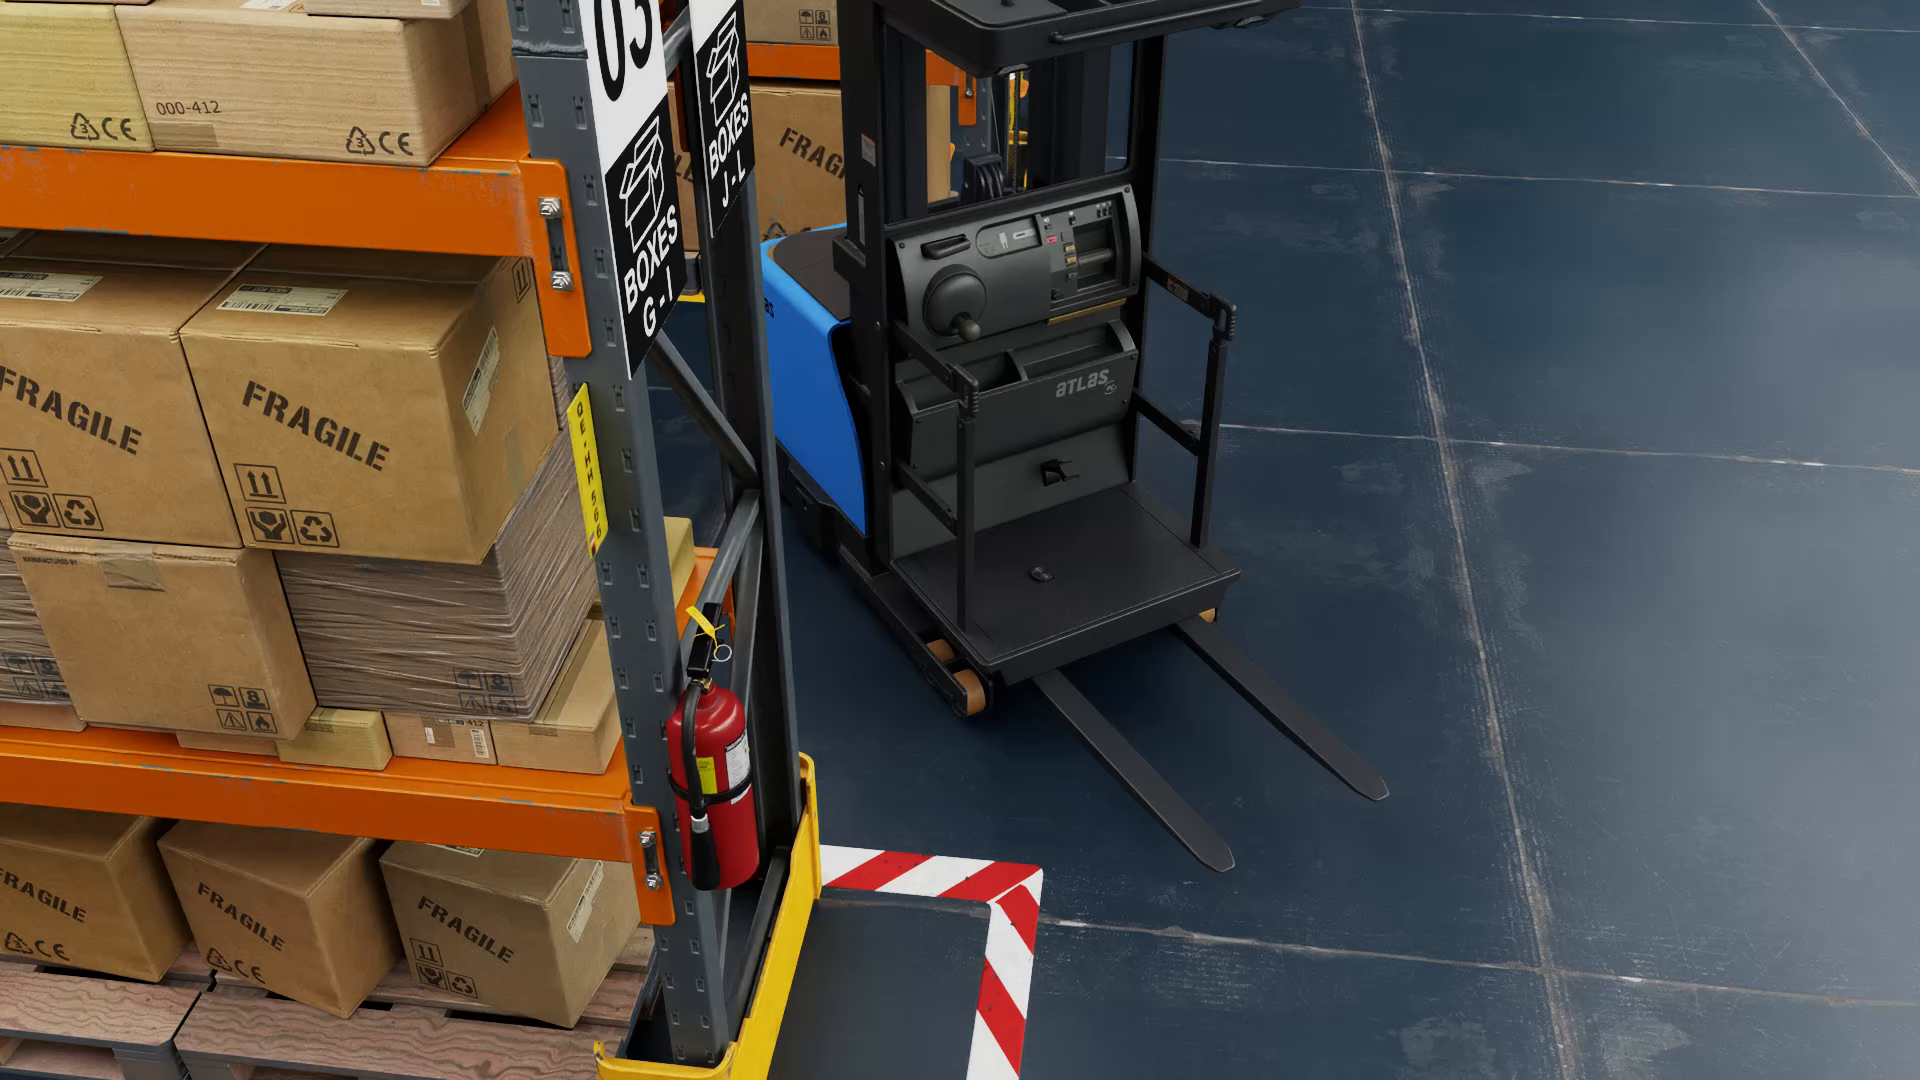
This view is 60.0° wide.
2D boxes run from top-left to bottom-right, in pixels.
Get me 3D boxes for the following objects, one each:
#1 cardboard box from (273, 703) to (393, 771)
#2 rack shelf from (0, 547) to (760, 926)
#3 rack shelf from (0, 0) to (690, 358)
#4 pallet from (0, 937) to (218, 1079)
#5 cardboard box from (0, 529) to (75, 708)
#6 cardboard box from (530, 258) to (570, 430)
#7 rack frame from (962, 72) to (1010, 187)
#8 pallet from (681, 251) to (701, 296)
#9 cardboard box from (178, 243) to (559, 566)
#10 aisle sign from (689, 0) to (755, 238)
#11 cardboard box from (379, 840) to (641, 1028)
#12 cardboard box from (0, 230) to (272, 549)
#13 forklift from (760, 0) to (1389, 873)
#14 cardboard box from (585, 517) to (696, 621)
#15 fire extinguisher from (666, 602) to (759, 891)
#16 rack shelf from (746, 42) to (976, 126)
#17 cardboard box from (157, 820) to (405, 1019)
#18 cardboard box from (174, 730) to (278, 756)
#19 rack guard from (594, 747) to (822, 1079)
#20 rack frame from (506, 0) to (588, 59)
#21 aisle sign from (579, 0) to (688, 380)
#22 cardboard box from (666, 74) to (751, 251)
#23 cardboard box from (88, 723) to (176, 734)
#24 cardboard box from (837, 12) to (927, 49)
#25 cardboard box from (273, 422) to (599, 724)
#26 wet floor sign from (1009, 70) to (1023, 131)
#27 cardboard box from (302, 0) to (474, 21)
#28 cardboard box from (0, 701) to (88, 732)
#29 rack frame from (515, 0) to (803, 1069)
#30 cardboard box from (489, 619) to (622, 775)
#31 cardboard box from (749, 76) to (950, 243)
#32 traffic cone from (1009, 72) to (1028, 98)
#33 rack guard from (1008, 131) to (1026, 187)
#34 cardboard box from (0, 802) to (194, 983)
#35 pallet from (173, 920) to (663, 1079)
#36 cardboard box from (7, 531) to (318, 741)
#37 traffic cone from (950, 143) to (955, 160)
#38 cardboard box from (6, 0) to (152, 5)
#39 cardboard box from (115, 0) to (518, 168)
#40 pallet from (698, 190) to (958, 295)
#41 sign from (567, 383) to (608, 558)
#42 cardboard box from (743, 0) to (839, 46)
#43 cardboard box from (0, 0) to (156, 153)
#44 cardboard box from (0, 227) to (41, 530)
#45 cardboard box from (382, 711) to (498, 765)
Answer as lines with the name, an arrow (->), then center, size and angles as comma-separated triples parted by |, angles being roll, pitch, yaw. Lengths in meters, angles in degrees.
cardboard box -> -1.407, 0.349, 3.895 | 0.250, 0.149, 0.380 | 4, 36, 6
rack shelf -> -2.580, 0.302, 4.364 | 4.000, 0.370, 1.077 | 4, 36, 6
rack shelf -> -2.580, -0.919, 3.493 | 4.000, 0.370, 1.077 | 4, 36, 6
pallet -> -2.679, 1.114, 5.007 | 1.213, 0.211, 1.003 | 4, 36, 6
cardboard box -> -2.140, -0.091, 3.953 | 0.500, 0.500, 0.875 | 4, 36, 6
cardboard box -> -1.107, -0.610, 3.819 | 0.500, 0.500, 0.500 | 4, 36, 6
rack frame -> 0.136, -2.694, 7.942 | 0.127, 3.000, 1.000 | 4, 36, 6
pallet -> -1.874, -1.664, 8.900 | 1.213, 0.211, 1.003 | 4, 36, 6
cardboard box -> -1.173, -0.310, 3.400 | 0.500, 0.500, 0.500 | 4, 36, 6
aisle sign -> -0.496, -1.070, 3.429 | 0.004, 0.787, 0.394 | 4, 36, 6
cardboard box -> -1.213, 0.948, 4.630 | 0.500, 0.500, 0.500 | 11, 37, 15
cardboard box -> -1.670, -0.344, 3.447 | 0.500, 0.500, 0.500 | 4, 36, 6
forklift -> 0.314, -0.875, 5.453 | 1.130, 2.935, 3.031 | -18, 39, -24
cardboard box -> -0.848, 0.101, 4.243 | 0.250, 0.149, 0.380 | 4, 36, 6
fire extinguisher -> -0.541, 0.462, 3.587 | 0.183, 0.674, 0.296 | 4, 36, 6
rack shelf -> -1.848, -2.549, 8.358 | 4.000, 0.370, 1.077 | 4, 36, 6
cardboard box -> -1.811, 0.923, 4.665 | 0.500, 0.500, 0.500 | 14, 38, 18
cardboard box -> -1.653, 0.322, 3.933 | 0.250, 0.149, 0.380 | 4, 36, 6
rack guard -> -0.671, 1.169, 4.682 | 0.348, 0.500, 1.175 | 4, 36, 6
rack frame -> -0.596, -2.285, 2.205 | 0.127, 3.000, 1.000 | 4, 36, 6
aisle sign -> -0.573, -0.724, 2.944 | 0.004, 0.787, 0.394 | 4, 36, 6
cardboard box -> -1.418, -2.076, 8.544 | 0.875, 0.875, 0.875 | 4, 36, 5
cardboard box -> -1.896, 0.280, 3.992 | 0.250, 0.149, 0.380 | 4, 36, 6
cardboard box -> -0.238, -2.756, 7.900 | 0.550, 0.550, 0.875 | 4, 36, 6
cardboard box -> -1.138, -0.061, 3.912 | 0.500, 0.500, 0.875 | 4, 36, 6
wet floor sign -> 0.417, -2.874, 10.221 | 0.232, 0.644, 0.267 | -2, 36, -2
cardboard box -> -0.911, -1.006, 2.781 | 0.250, 0.149, 0.380 | 4, 36, 6
cardboard box -> -2.147, 0.274, 4.000 | 0.250, 0.149, 0.380 | 4, 36, 6
rack frame -> -0.596, 0.157, 3.948 | 0.127, 3.000, 1.000 | 4, 36, 6
cardboard box -> -0.905, 0.357, 3.884 | 0.250, 0.149, 0.380 | 4, 36, 6
cardboard box -> -0.545, -2.012, 8.454 | 0.875, 0.875, 0.875 | 4, 36, 6
traffic cone -> 0.271, -3.144, 10.757 | 0.334, 0.463, 0.336 | 4, 36, 6
rack guard -> 0.160, -1.674, 8.666 | 0.348, 0.500, 1.175 | 4, 36, 6
cardboard box -> -2.429, 0.866, 4.745 | 0.500, 0.500, 0.500 | 7, 36, 10
pallet -> -1.473, 1.206, 4.879 | 1.213, 0.211, 1.003 | 4, 36, 6
cardboard box -> -1.649, -0.029, 3.867 | 0.500, 0.500, 0.875 | 4, 36, 6
traffic cone -> -0.210, -2.518, 9.880 | 0.334, 0.463, 0.336 | 4, 36, 6
cardboard box -> -1.440, -1.050, 2.843 | 0.250, 0.149, 0.380 | 3, 36, 4
cardboard box -> -1.107, -0.892, 2.965 | 0.500, 0.250, 0.500 | 5, 36, 7
pallet -> -0.667, -1.573, 8.772 | 1.213, 0.211, 1.003 | 4, 36, 6
sign -> -0.687, -0.125, 3.074 | 0.005, 0.325, 0.100 | 4, 36, 6
cardboard box -> -0.786, -2.784, 7.940 | 0.550, 0.550, 0.875 | 4, 36, 6
cardboard box -> -1.602, -0.928, 3.015 | 0.500, 0.250, 0.500 | 4, 36, 6
cardboard box -> -2.165, -0.382, 3.501 | 0.500, 0.500, 0.500 | 4, 36, 6
cardboard box -> -1.153, 0.338, 3.910 | 0.250, 0.149, 0.380 | 4, 36, 6
